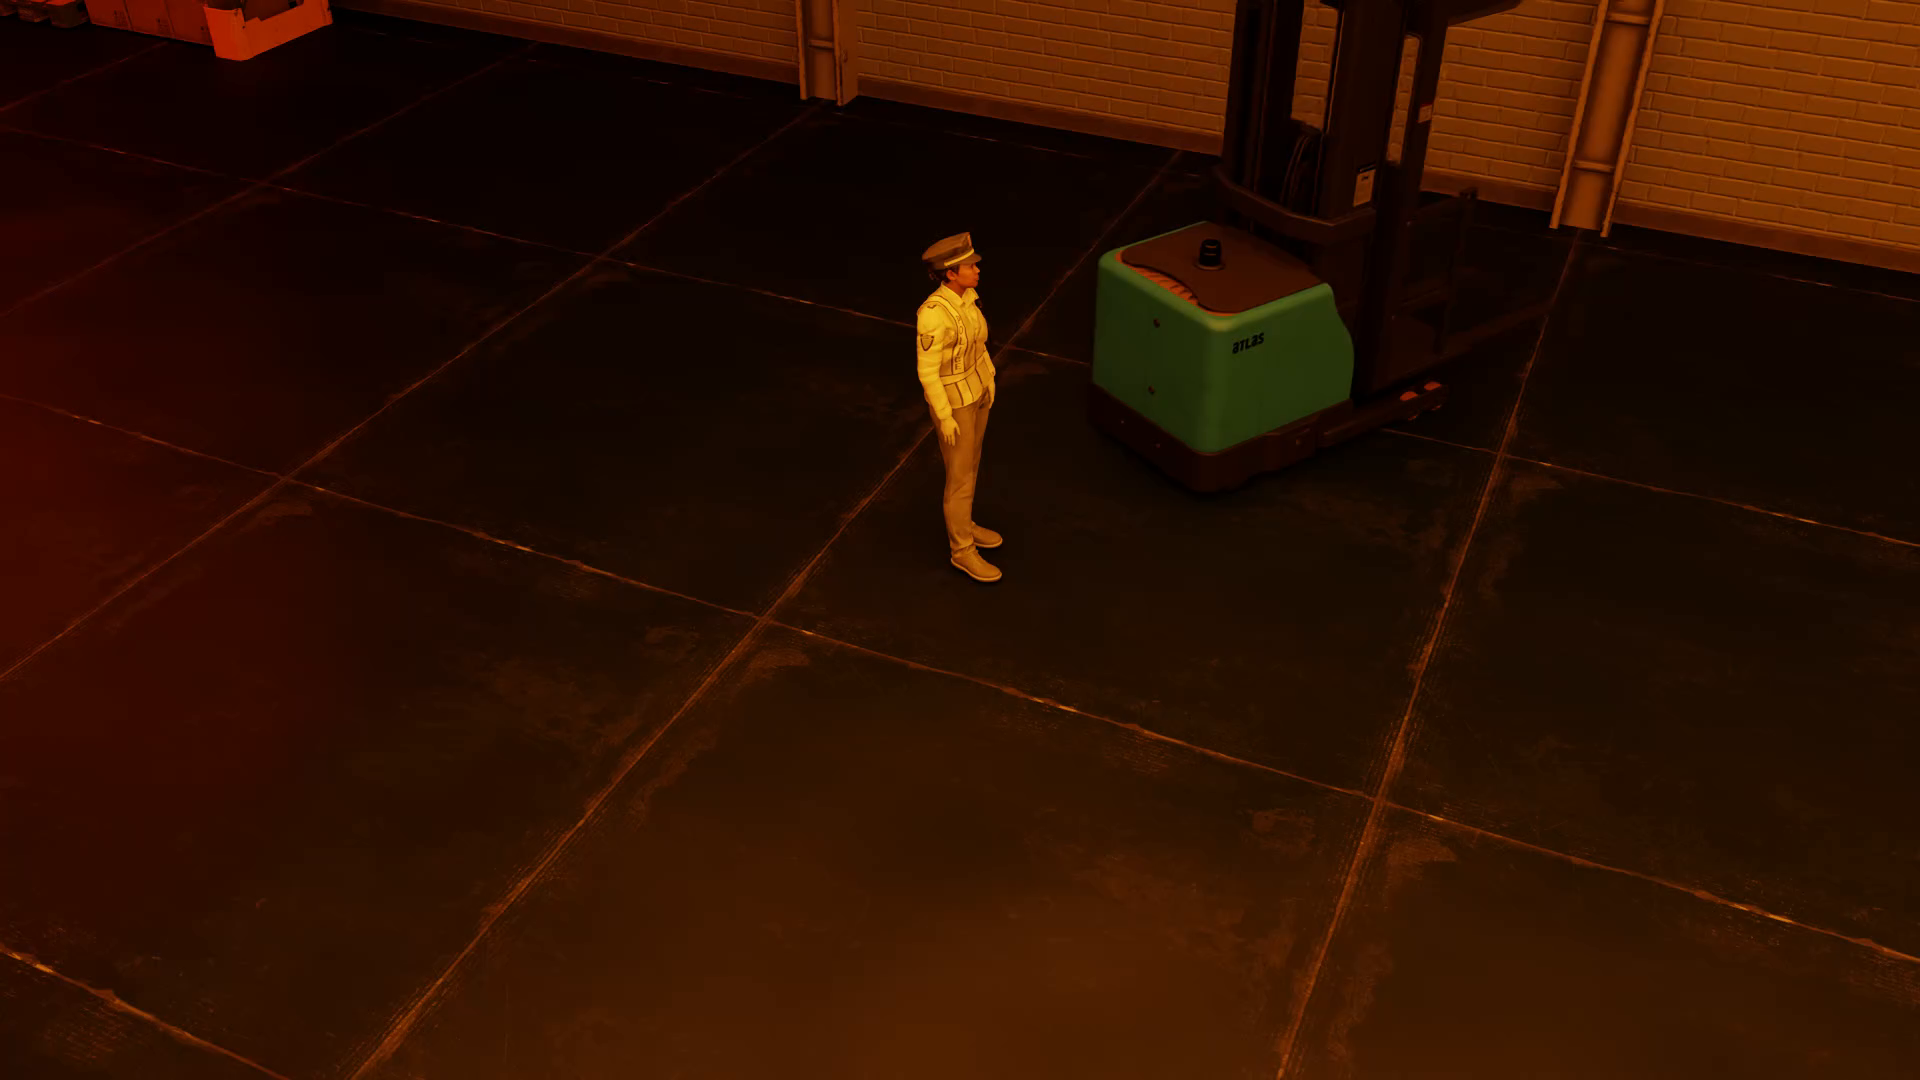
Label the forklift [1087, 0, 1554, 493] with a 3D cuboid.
[{"bbox_3d":[2.228,-2.112,9.047,3.031,2.935,1.130,-22,41,-28],"label":"forklift"}]

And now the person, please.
[{"bbox_3d":[0.056,-0.671,8.079,0.529,1.694,0.569,15,38,20],"label":"person"}]
